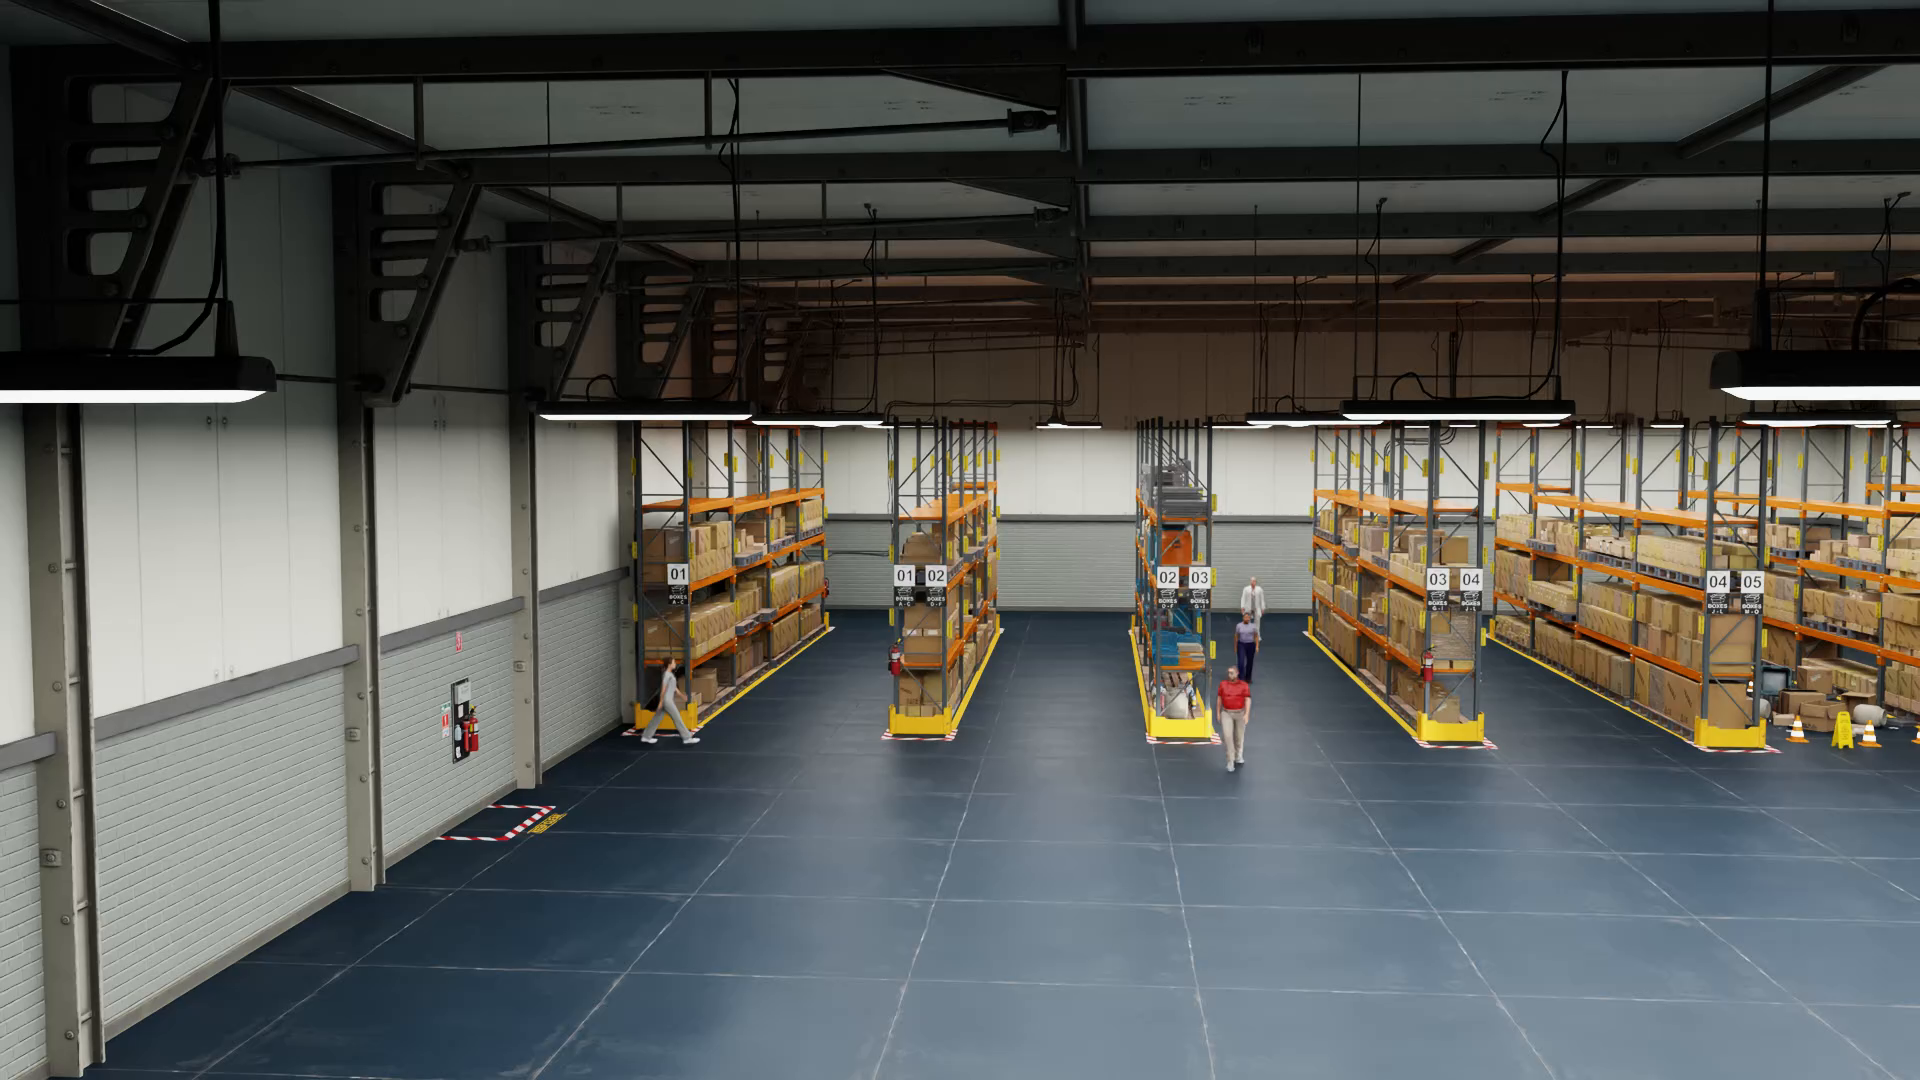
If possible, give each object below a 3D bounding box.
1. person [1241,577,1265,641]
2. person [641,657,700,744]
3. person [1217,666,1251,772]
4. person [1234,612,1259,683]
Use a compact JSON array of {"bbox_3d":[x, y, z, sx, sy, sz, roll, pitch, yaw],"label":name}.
[{"bbox_3d":[8.025,1.878,45.495,0.700,1.715,1.171,0,4,1],"label":"person"},{"bbox_3d":[-5.286,2.917,30.297,1.090,1.593,0.499,0,4,0],"label":"person"},{"bbox_3d":[4.673,3.015,28.363,0.567,1.723,0.880,1,4,9],"label":"person"},{"bbox_3d":[6.475,2.465,37.555,0.534,1.655,0.644,0,4,3],"label":"person"}]
